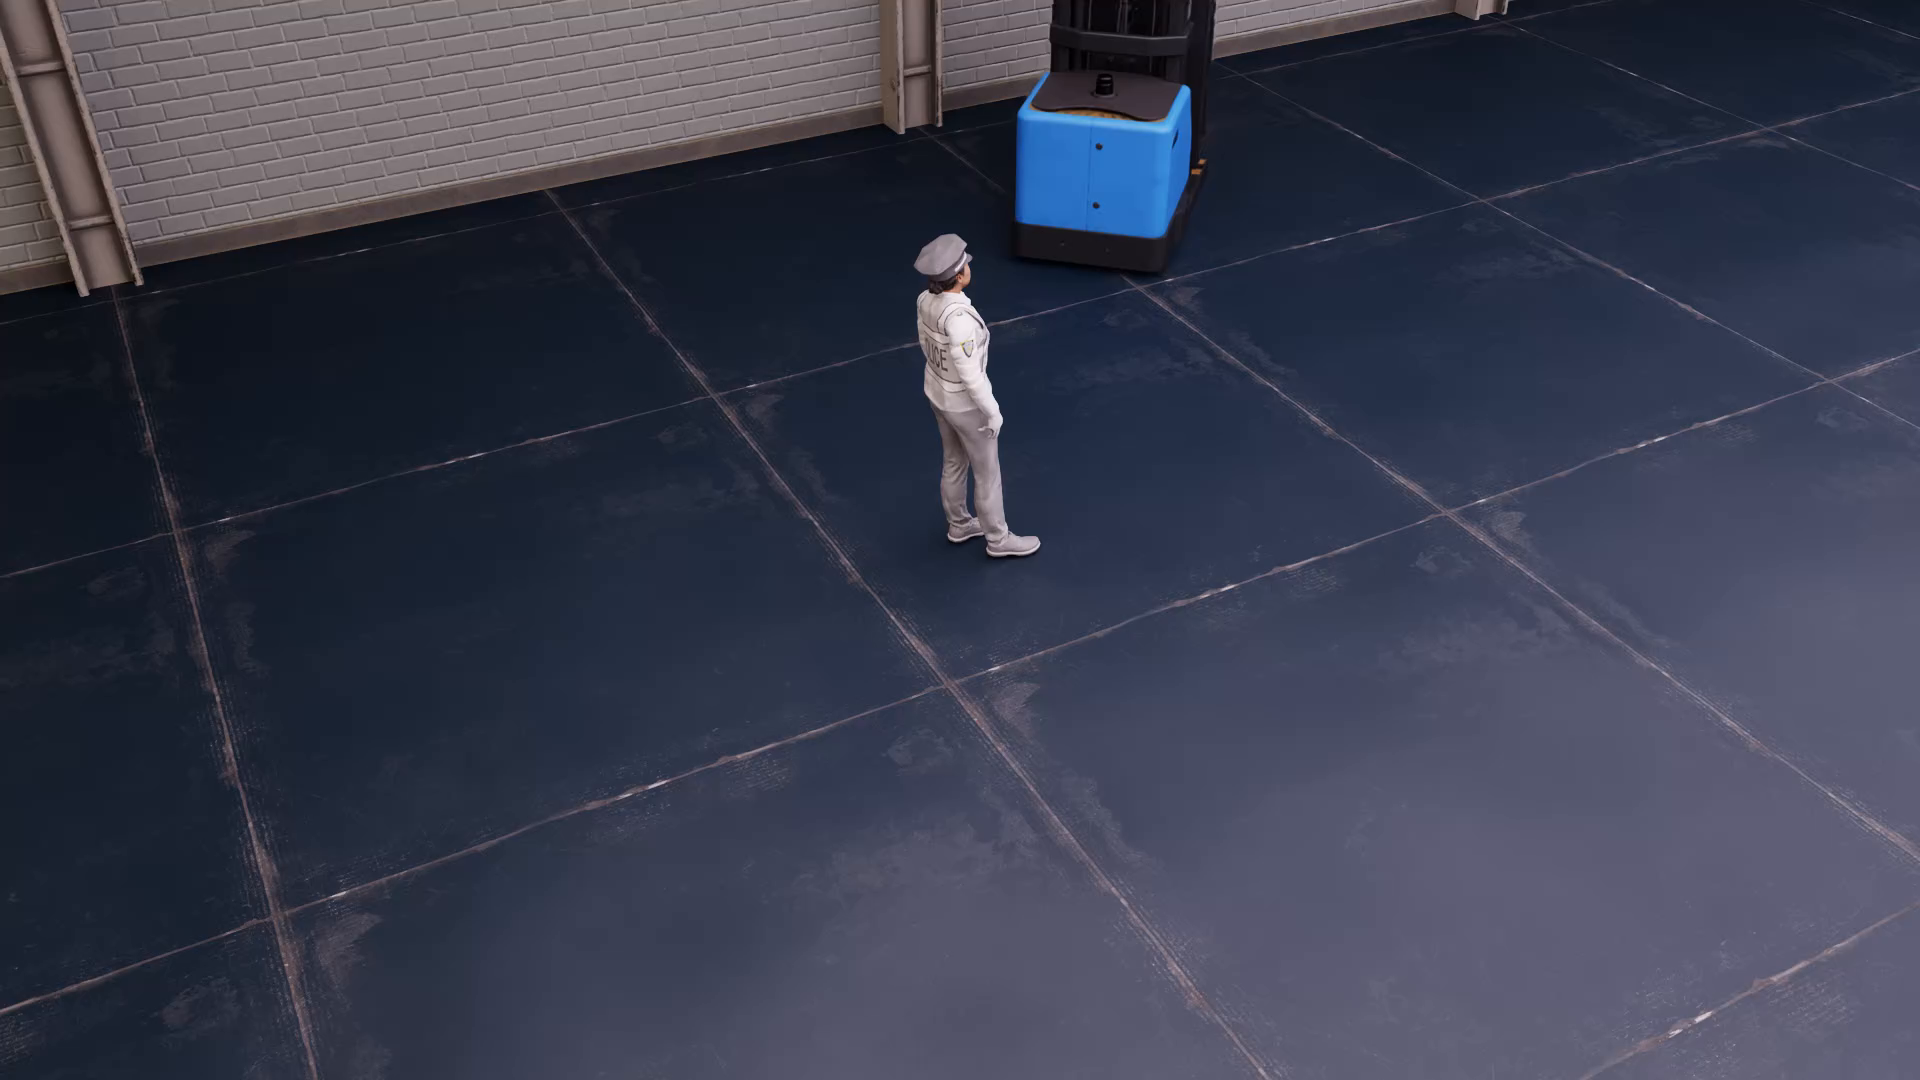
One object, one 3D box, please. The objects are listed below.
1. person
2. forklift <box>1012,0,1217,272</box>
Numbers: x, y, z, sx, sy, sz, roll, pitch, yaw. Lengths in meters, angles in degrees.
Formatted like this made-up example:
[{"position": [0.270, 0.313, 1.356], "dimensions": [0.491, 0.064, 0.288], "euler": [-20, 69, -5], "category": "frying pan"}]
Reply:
[{"position": [0.062, -0.713, 8.190], "dimensions": [0.534, 1.696, 0.587], "euler": [-17, 39, -23], "category": "person"}, {"position": [1.240, -3.828, 11.539], "dimensions": [1.130, 2.935, 3.031], "euler": [9, 36, 13], "category": "forklift"}]
